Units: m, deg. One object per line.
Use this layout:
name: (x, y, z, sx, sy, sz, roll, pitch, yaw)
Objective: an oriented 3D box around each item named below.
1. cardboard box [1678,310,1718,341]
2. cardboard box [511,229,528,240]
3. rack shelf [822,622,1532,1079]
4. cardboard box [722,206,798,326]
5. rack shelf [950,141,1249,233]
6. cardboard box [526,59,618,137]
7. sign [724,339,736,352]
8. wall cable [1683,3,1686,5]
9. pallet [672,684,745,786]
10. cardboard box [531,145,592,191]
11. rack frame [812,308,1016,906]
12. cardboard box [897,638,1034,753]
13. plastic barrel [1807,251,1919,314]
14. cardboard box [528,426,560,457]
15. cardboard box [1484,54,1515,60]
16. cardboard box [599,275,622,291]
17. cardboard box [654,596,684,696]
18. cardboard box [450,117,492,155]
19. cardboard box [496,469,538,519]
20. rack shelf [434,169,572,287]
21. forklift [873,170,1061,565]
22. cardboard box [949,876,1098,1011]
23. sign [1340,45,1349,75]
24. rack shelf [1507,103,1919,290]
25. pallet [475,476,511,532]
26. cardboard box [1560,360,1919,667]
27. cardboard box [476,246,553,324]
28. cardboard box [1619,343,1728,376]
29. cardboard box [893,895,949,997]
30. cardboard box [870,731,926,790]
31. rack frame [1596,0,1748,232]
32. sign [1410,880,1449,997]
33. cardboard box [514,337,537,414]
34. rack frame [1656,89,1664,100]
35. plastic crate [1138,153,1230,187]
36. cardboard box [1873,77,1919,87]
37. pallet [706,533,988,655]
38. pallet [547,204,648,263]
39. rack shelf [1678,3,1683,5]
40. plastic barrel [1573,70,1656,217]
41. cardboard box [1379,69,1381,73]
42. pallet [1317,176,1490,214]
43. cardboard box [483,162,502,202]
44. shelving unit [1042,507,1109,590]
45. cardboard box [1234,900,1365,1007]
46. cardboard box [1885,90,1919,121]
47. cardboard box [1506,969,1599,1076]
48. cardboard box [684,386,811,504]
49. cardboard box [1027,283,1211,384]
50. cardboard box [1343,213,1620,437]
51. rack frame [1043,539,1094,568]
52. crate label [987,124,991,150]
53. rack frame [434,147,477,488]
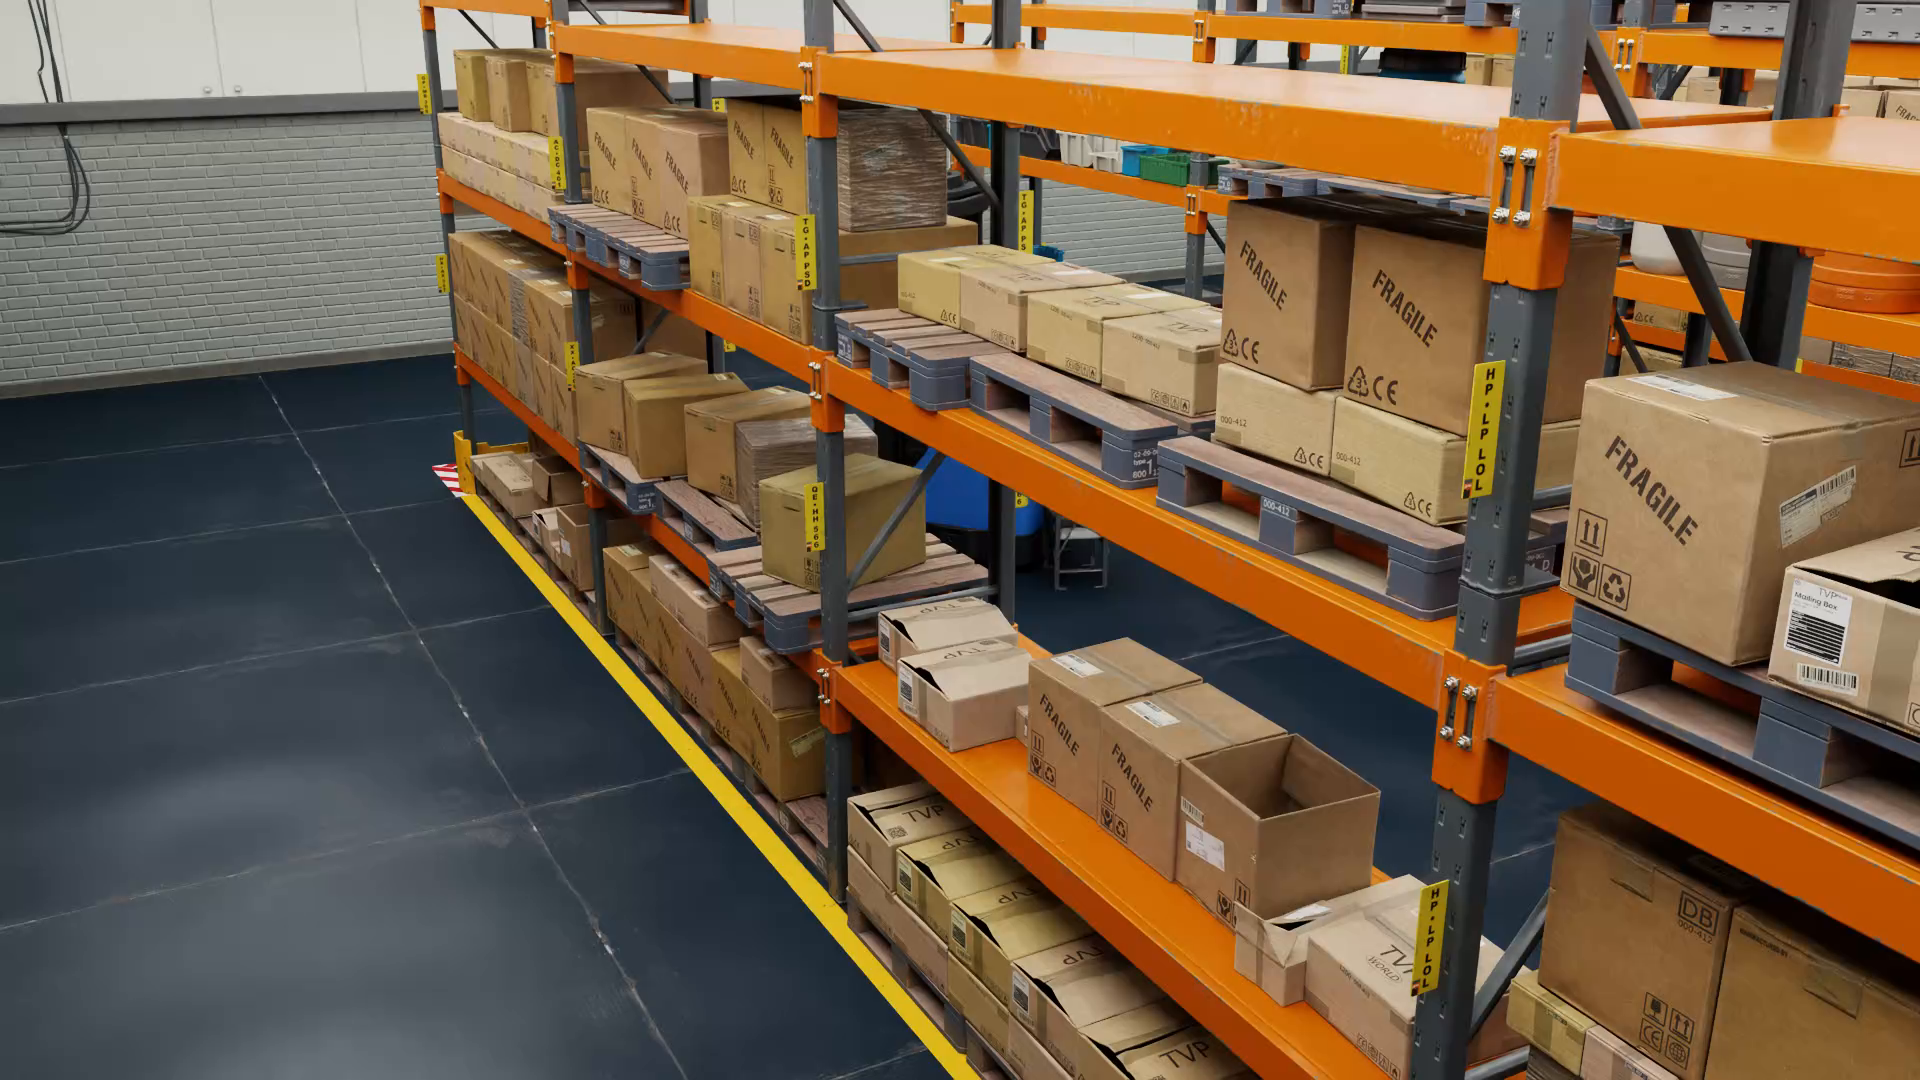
cardboard box: (6.864, -2.096, 14.952, 0.500, 0.500, 0.500, -10, 21, -27)
cardboard box: (-3.540, -2.413, 14.339, 0.500, 0.500, 0.500, -10, 22, -27)
rack shelf: (0.755, 1.233, 6.564, 1.077, 0.370, 4.000, -10, 21, -27)
cardboard box: (-0.674, -1.413, 8.377, 0.910, 0.500, 0.500, -10, 21, -27)
rack shelf: (1.317, -3.248, 14.950, 1.077, 0.370, 4.000, -10, 21, -27)
cardboard box: (-2.714, -3.209, 12.049, 0.700, 0.500, 0.500, -10, 21, -27)
sign: (-1.607, -1.464, 11.501, 0.100, 0.325, 0.005, -10, 21, -27)
wall cable: (13.631, -10.026, 28.833, 2.988, 3.039, 0.133, -10, 21, -27)
pallet: (-1.091, 1.067, 10.217, 1.003, 0.211, 1.213, -10, 21, -27)
cardboard box: (-2.564, -2.511, 11.174, 0.500, 0.250, 0.500, -10, 21, -27)
rack frame: (-0.195, 0.318, 8.110, 1.000, 3.000, 0.127, -10, 21, -27)
cardboard box: (0.060, 0.647, 7.294, 0.500, 0.311, 0.500, -10, 22, -27)
plastic barrel: (4.676, -1.612, 8.446, 0.600, 0.830, 0.708, -10, 21, -27)
cardboard box: (-3.519, -0.887, 14.760, 0.500, 0.500, 0.500, -10, 21, -27)
cardboard box: (5.677, -4.996, 16.811, 0.500, 0.250, 0.500, -11, 22, -28)
cardboard box: (-2.316, -1.677, 12.206, 0.500, 0.500, 0.500, -11, 22, -28)
cardboard box: (-1.585, 0.616, 10.404, 0.500, 0.500, 0.500, -10, 21, -26)
cardboard box: (-3.747, -3.229, 13.256, 0.500, 0.250, 0.500, -10, 21, -27)
cardboard box: (-3.510, -0.399, 13.731, 0.500, 0.250, 0.500, -10, 21, -27)
rack shelf: (-3.044, -2.482, 12.730, 1.077, 0.370, 4.000, -10, 21, -27)
forklift: (-0.633, -1.471, 13.402, 3.031, 2.935, 1.130, 8, 21, 23)
cardboard box: (0.293, 1.647, 6.972, 0.500, 0.311, 0.500, -11, 22, -28)
sign: (4.235, -5.296, 18.320, 0.100, 0.325, 0.005, -10, 21, -27)
rack shelf: (2.655, -0.266, 2.322, 1.077, 0.370, 4.000, -10, 21, -27)
pallet: (-3.578, -0.409, 14.494, 1.003, 0.211, 1.213, -10, 21, -27)
cardboard box: (1.712, -0.078, 3.648, 0.500, 0.500, 0.500, -8, 21, -22)
cardboard box: (-3.527, -2.037, 13.249, 0.500, 0.500, 0.500, -10, 21, -26)
cardboard box: (6.947, -1.377, 15.636, 1.225, 0.875, 0.875, -10, 21, -26)
cardboard box: (0.035, 1.760, 7.505, 0.500, 0.250, 0.500, -11, 22, -28)
cardboard box: (-0.159, 1.117, 8.953, 0.500, 0.500, 0.500, -9, 21, -24)
rack frame: (4.166, -3.284, 9.352, 1.000, 3.000, 0.127, -10, 21, -27)
sign: (1.232, 1.044, 4.355, 0.100, 0.325, 0.005, -10, 21, -27)
cardboard box: (-3.049, -1.276, 12.577, 0.500, 0.500, 0.500, -9, 21, -25)
rack frame: (9.139, -4.251, 21.351, 1.000, 3.000, 0.127, -10, 21, -27)
plastic crate: (1.800, -2.989, 13.420, 0.450, 0.188, 0.662, -10, 21, -27)
cardboard box: (10.359, -4.930, 18.185, 0.500, 0.250, 0.500, -11, 22, -29)
pallet: (-0.578, 0.225, 8.674, 1.213, 0.211, 1.003, -10, 21, -27)
pallet: (-1.846, -1.961, 10.405, 1.213, 0.211, 1.003, -10, 21, -27)
rack shelf: (10.089, -6.171, 18.827, 1.077, 0.370, 4.000, -10, 21, -27)
plastic barrel: (3.899, -2.431, 10.176, 0.600, 0.830, 0.708, -10, 21, -27)
cardboard box: (5.021, -5.081, 18.210, 0.700, 0.500, 0.500, -11, 22, -30)
pallet: (3.266, -2.390, 11.649, 1.003, 0.211, 1.213, -10, 21, -27)
cardboard box: (-3.265, -2.707, 12.509, 0.500, 0.250, 0.500, -10, 21, -27)
shelving unit: (0.882, -0.706, 12.458, 0.431, 2.100, 0.503, -2, 19, -6)
cardboard box: (1.126, 1.306, 5.453, 0.396, 0.266, 0.258, -11, 22, -28)
cardboard box: (7.685, -3.277, 13.133, 0.500, 0.500, 0.500, -9, 21, -24)
cardboard box: (1.662, 1.220, 4.350, 0.380, 0.149, 0.250, -10, 21, -27)
cardboard box: (-1.201, -0.578, 9.911, 0.700, 0.500, 0.500, -17, 25, -40)
cardboard box: (0.597, -0.792, 6.316, 0.500, 0.250, 0.500, -10, 22, -28)
cardboard box: (1.447, -0.617, 4.658, 0.500, 0.500, 0.500, -10, 21, -26)
rack frame: (0.853, -0.785, 12.687, 0.400, 2.100, 0.015, -2, 19, -6)
crate label: (0.521, -3.777, 15.608, 0.408, 0.251, 0.502, -10, 21, -27)
rack frame: (-3.994, -1.978, 14.765, 1.000, 3.000, 0.127, -10, 21, -27)
